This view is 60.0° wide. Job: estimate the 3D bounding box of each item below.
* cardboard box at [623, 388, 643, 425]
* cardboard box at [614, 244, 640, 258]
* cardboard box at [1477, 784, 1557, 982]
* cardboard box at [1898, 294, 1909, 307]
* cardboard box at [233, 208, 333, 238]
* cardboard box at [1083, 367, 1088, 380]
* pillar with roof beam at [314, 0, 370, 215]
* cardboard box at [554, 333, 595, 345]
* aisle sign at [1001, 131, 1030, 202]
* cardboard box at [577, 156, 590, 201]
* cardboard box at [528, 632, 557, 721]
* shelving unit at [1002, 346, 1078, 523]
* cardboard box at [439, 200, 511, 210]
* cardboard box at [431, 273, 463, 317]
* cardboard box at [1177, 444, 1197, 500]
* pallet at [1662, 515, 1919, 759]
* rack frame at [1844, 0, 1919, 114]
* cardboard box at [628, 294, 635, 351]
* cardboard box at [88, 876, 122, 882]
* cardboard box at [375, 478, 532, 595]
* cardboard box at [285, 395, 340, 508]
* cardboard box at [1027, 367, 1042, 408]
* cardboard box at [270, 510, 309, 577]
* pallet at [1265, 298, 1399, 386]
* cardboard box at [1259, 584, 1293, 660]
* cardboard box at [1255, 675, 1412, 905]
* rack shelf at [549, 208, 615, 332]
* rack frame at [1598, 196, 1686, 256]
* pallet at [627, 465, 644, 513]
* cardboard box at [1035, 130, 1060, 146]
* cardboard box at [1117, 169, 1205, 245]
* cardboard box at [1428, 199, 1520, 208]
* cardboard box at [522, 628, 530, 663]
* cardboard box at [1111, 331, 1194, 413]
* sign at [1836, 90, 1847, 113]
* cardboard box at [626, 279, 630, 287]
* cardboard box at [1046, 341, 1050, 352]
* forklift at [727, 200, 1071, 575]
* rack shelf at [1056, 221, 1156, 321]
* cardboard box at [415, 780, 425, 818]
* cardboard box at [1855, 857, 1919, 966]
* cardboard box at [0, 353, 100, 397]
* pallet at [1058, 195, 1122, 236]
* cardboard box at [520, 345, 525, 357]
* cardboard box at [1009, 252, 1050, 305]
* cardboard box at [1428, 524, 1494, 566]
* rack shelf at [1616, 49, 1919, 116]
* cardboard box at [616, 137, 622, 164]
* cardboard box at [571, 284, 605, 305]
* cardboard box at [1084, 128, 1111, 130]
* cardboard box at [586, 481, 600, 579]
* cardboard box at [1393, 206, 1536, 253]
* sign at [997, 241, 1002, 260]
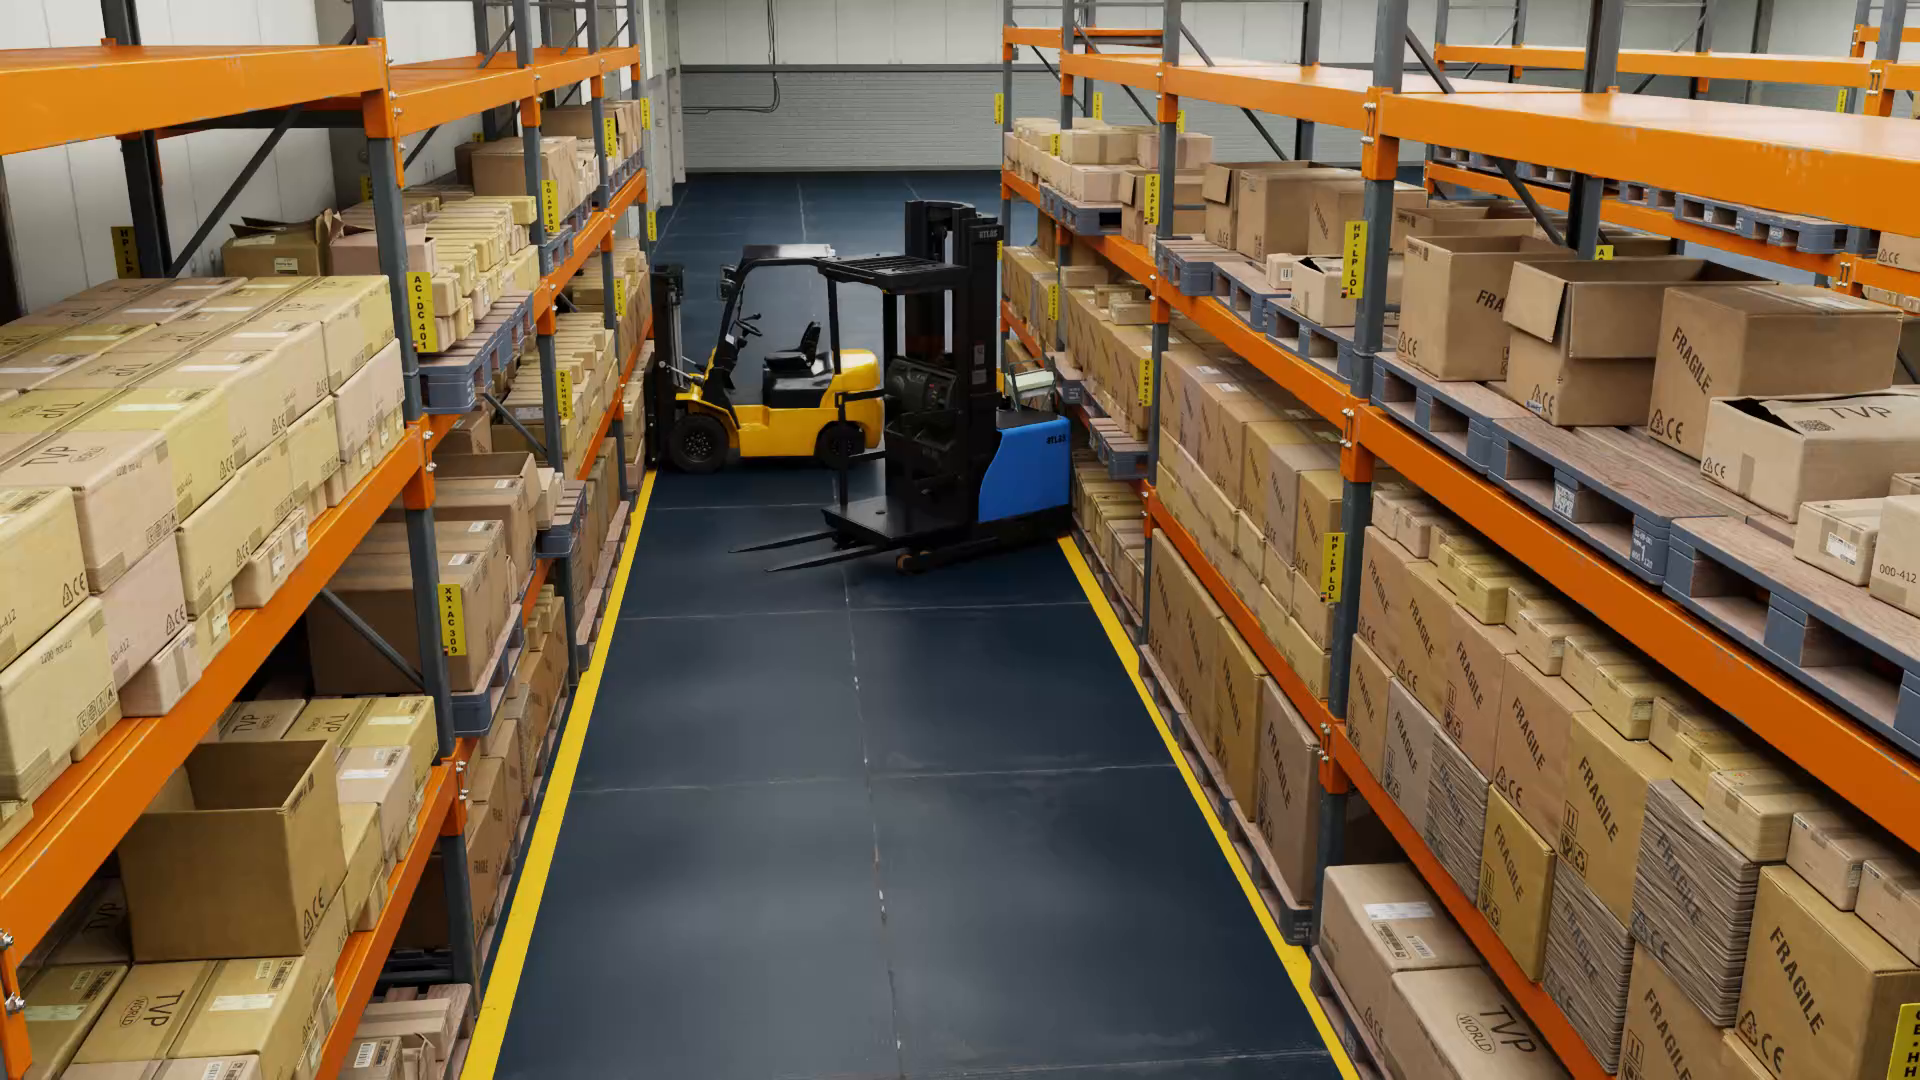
[{"bbox_3d":[-3.327,-1.281,15.970,0.500,0.250,0.500,-2,18,-6],"label":"cardboard box"},{"bbox_3d":[-3.603,-3.050,17.638,0.380,0.149,0.250,-1,17,-4],"label":"cardboard box"},{"bbox_3d":[2.149,1.172,5.769,0.500,0.500,0.500,-1,17,-4],"label":"cardboard box"},{"bbox_3d":[10.762,-2.677,18.616,0.380,0.149,0.250,-2,18,-6],"label":"cardboard box"},{"bbox_3d":[-2.882,-1.291,7.138,0.396,0.266,0.258,-2,18,-6],"label":"cardboard box"},{"bbox_3d":[1.240,-1.435,13.958,0.380,0.149,0.250,-2,17,-5],"label":"cardboard box"},{"bbox_3d":[0.117,-3.773,11.672,9.100,9.000,0.400,-2,18,-6],"label":"pillar with roof beam"},{"bbox_3d":[-3.150,-1.566,13.408,0.380,0.149,0.250,-2,18,-7],"label":"cardboard box"},{"bbox_3d":[0.663,-4.204,18.721,0.394,0.787,0.004,-2,18,-6],"label":"aisle sign"},{"bbox_3d":[-3.151,-2.809,12.889,0.500,0.311,0.500,-2,18,-8],"label":"cardboard box"},{"bbox_3d":[-2.836,0.844,10.454,0.500,0.500,0.500,-2,18,-6],"label":"cardboard box"},{"bbox_3d":[0.743,-0.933,14.995,0.431,1.500,0.755,-12,14,-1],"label":"shelving unit"},{"bbox_3d":[-2.883,-1.934,9.910,0.380,0.149,0.250,-2,18,-8],"label":"cardboard box"},{"bbox_3d":[-2.316,-1.029,6.995,0.380,0.149,0.250,-1,17,-4],"label":"cardboard box"},{"bbox_3d":[1.661,-0.426,10.442,0.500,0.250,0.500,-1,17,-4],"label":"cardboard box"},{"bbox_3d":[2.541,0.202,4.165,1.003,0.211,1.213,-2,18,-6],"label":"pallet"},{"bbox_3d":[10.835,-6.124,19.159,1.000,3.000,0.127,-2,18,-6],"label":"rack frame"},{"bbox_3d":[-3.456,-2.103,16.199,0.500,0.500,0.500,-2,18,-6],"label":"cardboard box"},{"bbox_3d":[-2.829,1.163,5.719,0.500,0.250,0.500,-1,17,-4],"label":"cardboard box"},{"bbox_3d":[-2.683,-0.013,8.842,0.700,0.500,0.500,-2,18,-6],"label":"cardboard box"},{"bbox_3d":[-2.317,-0.284,5.318,0.500,0.250,0.500,-1,17,-4],"label":"cardboard box"},{"bbox_3d":[0.954,-1.481,17.025,0.500,0.500,0.500,-1,17,-3],"label":"cardboard box"},{"bbox_3d":[-2.203,0.019,5.021,0.380,0.149,0.250,-1,17,-5],"label":"cardboard box"},{"bbox_3d":[2.072,-0.991,8.139,0.805,0.209,1.217,-2,18,-8],"label":"pallet"},{"bbox_3d":[1.867,0.414,8.601,0.500,0.250,0.500,-2,18,-6],"label":"cardboard box"},{"bbox_3d":[2.072,1.251,8.530,0.875,0.875,0.875,-1,17,-4],"label":"cardboard box"},{"bbox_3d":[-3.341,-2.101,12.555,1.077,0.370,4.000,-2,18,-6],"label":"rack shelf"},{"bbox_3d":[6.303,-1.947,15.869,1.000,3.000,0.127,-2,18,-6],"label":"rack frame"},{"bbox_3d":[-3.587,-0.517,15.971,1.003,0.211,1.213,-2,18,-6],"label":"pallet"},{"bbox_3d":[0.939,-3.927,16.259,0.380,0.149,0.250,-2,17,-5],"label":"cardboard box"},{"bbox_3d":[1.617,-2.506,12.470,0.797,0.503,0.637,-2,18,-6],"label":"cardboard box"},{"bbox_3d":[5.890,-3.613,19.125,0.875,0.550,0.550,-2,18,-6],"label":"cardboard box"},{"bbox_3d":[-2.807,0.645,10.004,0.380,0.149,0.250,-1,17,-4],"label":"cardboard box"},{"bbox_3d":[1.415,-1.242,12.262,0.500,0.500,0.500,-2,18,-7],"label":"cardboard box"},{"bbox_3d":[10.295,-5.093,19.424,0.100,0.325,0.005,-2,18,-6],"label":"sign"},{"bbox_3d":[-3.421,-2.452,16.228,0.380,0.149,0.250,-2,18,-7],"label":"cardboard box"},{"bbox_3d":[1.021,-1.804,15.835,0.380,0.149,0.250,-1,17,-4],"label":"cardboard box"},{"bbox_3d":[-0.503,-1.287,13.885,3.031,2.935,1.130,-12,21,-34],"label":"forklift"},{"bbox_3d":[1.596,-2.256,13.047,1.077,0.370,4.000,-2,18,-6],"label":"rack shelf"},{"bbox_3d":[-2.389,1.058,6.717,0.380,0.149,0.250,-1,17,-4],"label":"cardboard box"},{"bbox_3d":[2.392,0.877,3.957,0.380,0.149,0.250,-2,17,-5],"label":"cardboard box"},{"bbox_3d":[-2.774,-0.356,4.714,0.500,0.250,0.500,-2,18,-6],"label":"cardboard box"},{"bbox_3d":[1.458,-2.609,13.285,1.213,0.211,1.003,-2,18,-6],"label":"pallet"},{"bbox_3d":[-3.645,-1.473,13.113,0.380,0.149,0.250,-2,18,-6],"label":"cardboard box"},{"bbox_3d":[0.807,-2.841,18.055,0.500,0.500,0.500,-1,17,-4],"label":"cardboard box"},{"bbox_3d":[2.100,0.039,6.627,0.380,0.149,0.250,-2,18,-6],"label":"cardboard box"},{"bbox_3d":[6.510,-3.679,13.241,1.077,0.370,4.000,-2,18,-6],"label":"rack shelf"},{"bbox_3d":[-3.398,-3.676,15.726,0.396,0.266,0.258,-2,18,-7],"label":"cardboard box"},{"bbox_3d":[-3.285,-2.212,14.969,0.380,0.149,0.250,-1,17,-5],"label":"cardboard box"},{"bbox_3d":[1.440,-4.020,16.554,0.380,0.149,0.250,-1,17,-5],"label":"cardboard box"},{"bbox_3d":[-3.330,-0.066,13.143,0.875,0.625,0.625,-3,18,-8],"label":"cardboard box"},{"bbox_3d":[2.413,-1.331,8.032,0.500,0.500,0.500,-2,18,-7],"label":"cardboard box"},{"bbox_3d":[0.438,-3.351,18.899,0.100,0.325,0.005,-2,18,-6],"label":"sign"}]
